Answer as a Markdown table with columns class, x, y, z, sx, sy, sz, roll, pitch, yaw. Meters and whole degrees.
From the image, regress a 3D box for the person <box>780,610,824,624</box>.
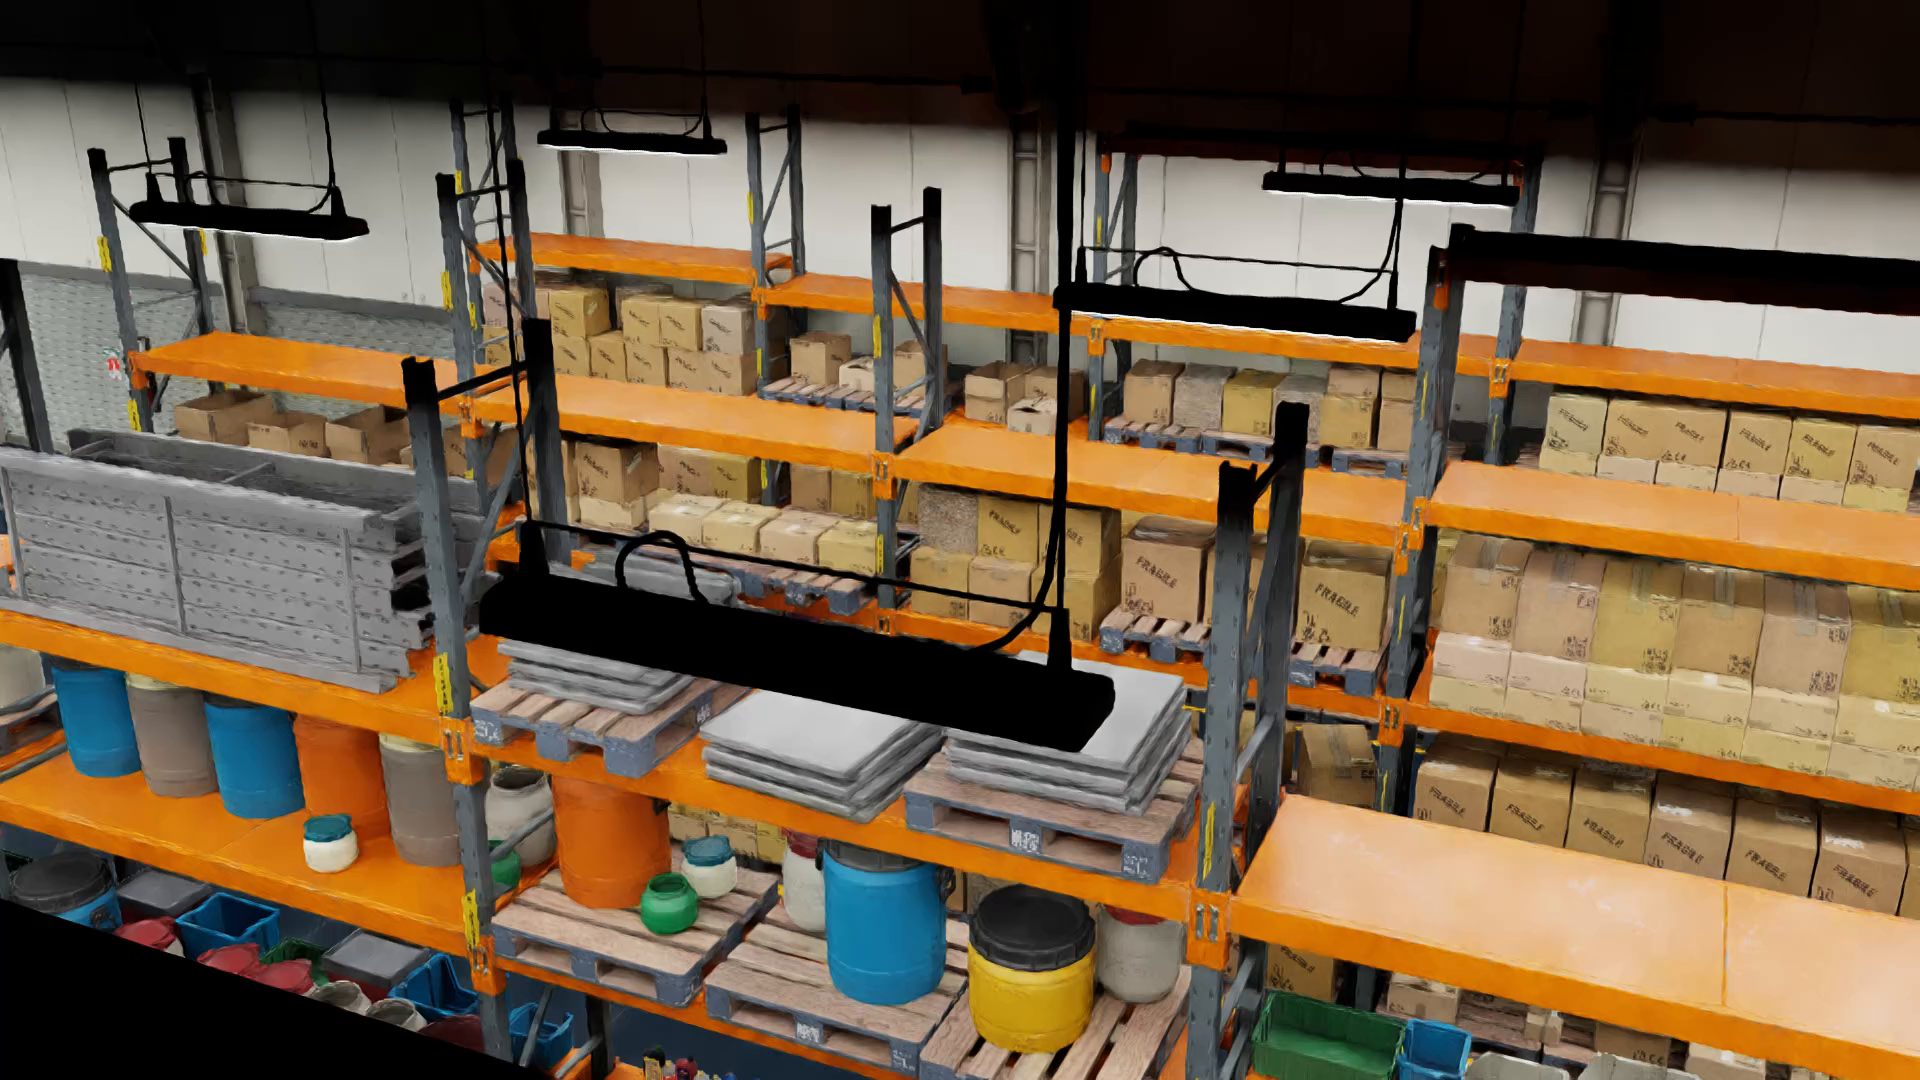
| class | x | y | z | sx | sy | sz | roll | pitch | yaw |
| --- | --- | --- | --- | --- | --- | --- | --- | --- | --- |
| person | -1.716 | 0.911 | 17.963 | 0.504 | 1.603 | 0.419 | -1 | 21 | -3 |
